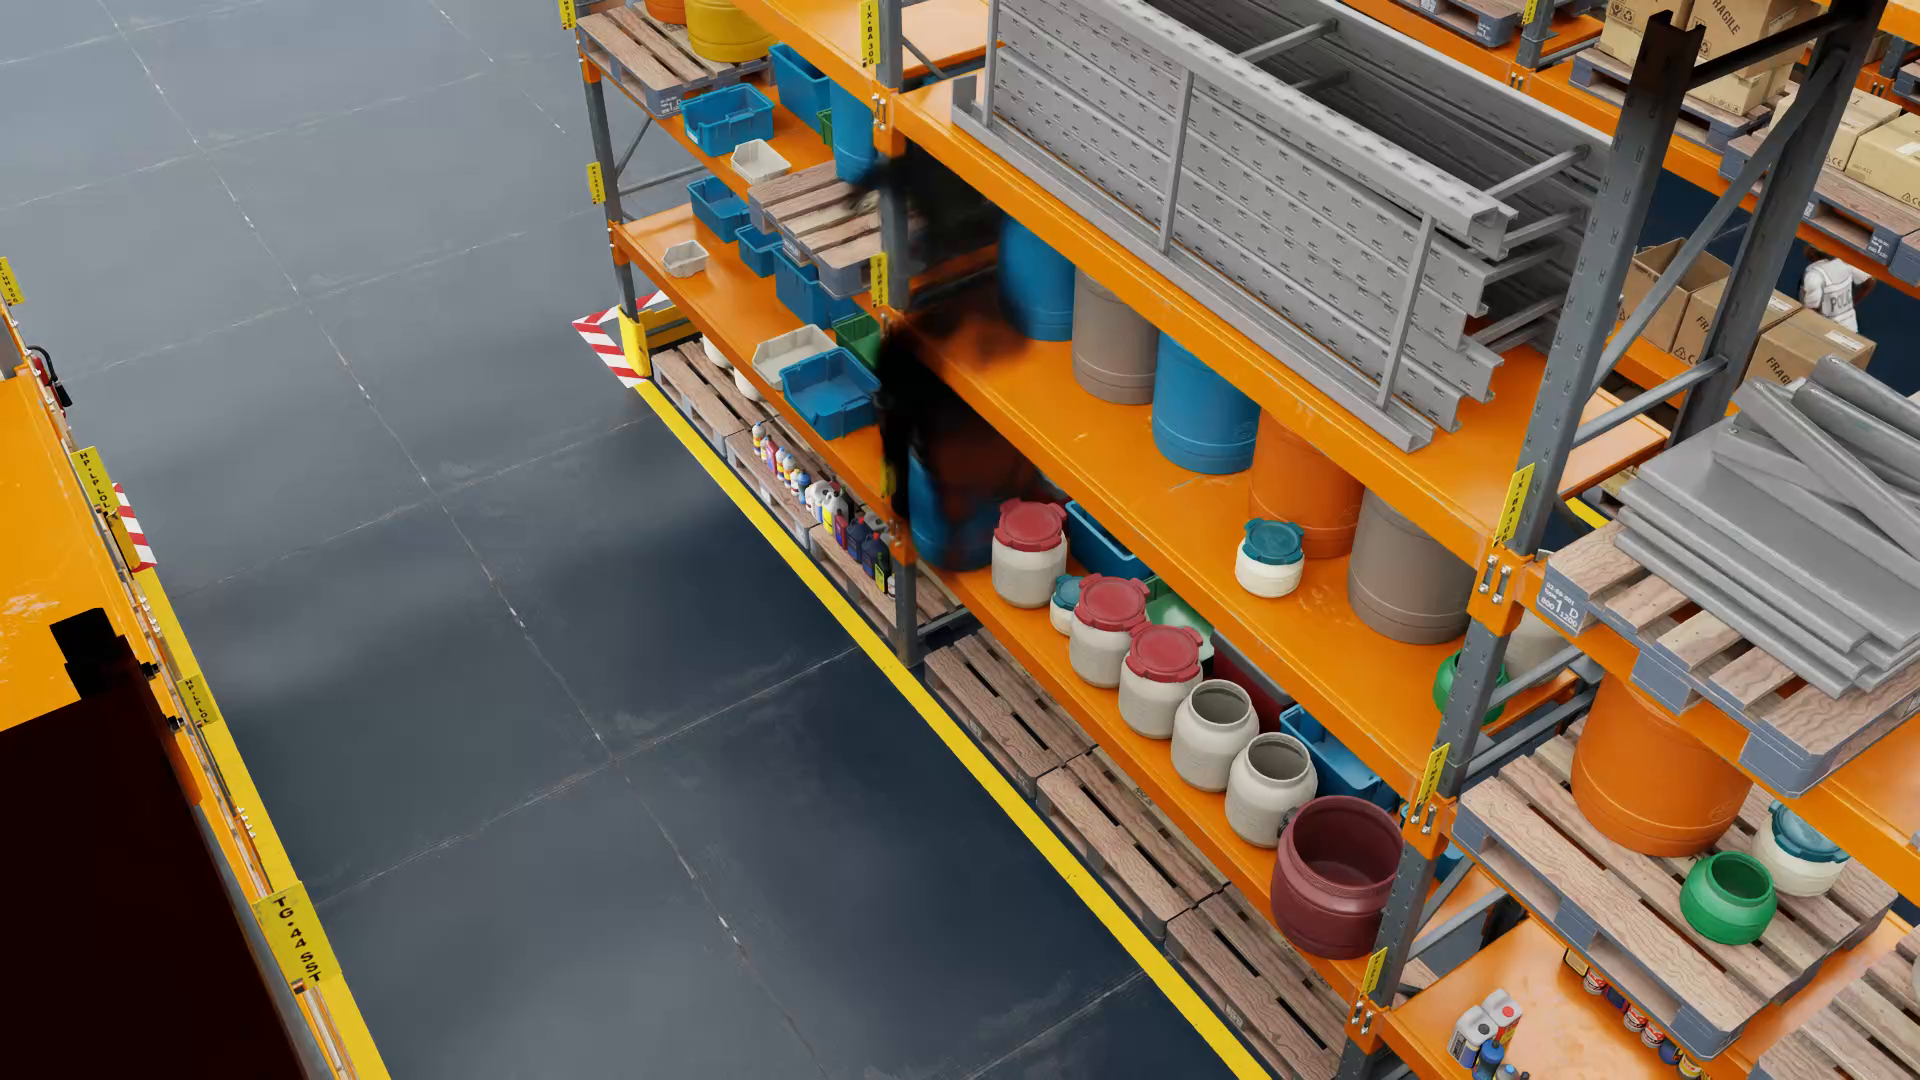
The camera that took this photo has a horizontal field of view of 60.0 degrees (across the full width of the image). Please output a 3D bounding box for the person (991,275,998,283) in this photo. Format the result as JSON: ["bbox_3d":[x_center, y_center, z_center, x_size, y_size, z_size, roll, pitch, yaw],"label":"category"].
[{"bbox_3d":[0.424,-1.754,12.057,0.588,1.687,0.712,-32,51,-30],"label":"person"}]

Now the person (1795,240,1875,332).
[{"bbox_3d":[6.359,-1.415,12.166,0.611,1.624,0.938,-22,47,-22],"label":"person"}]
